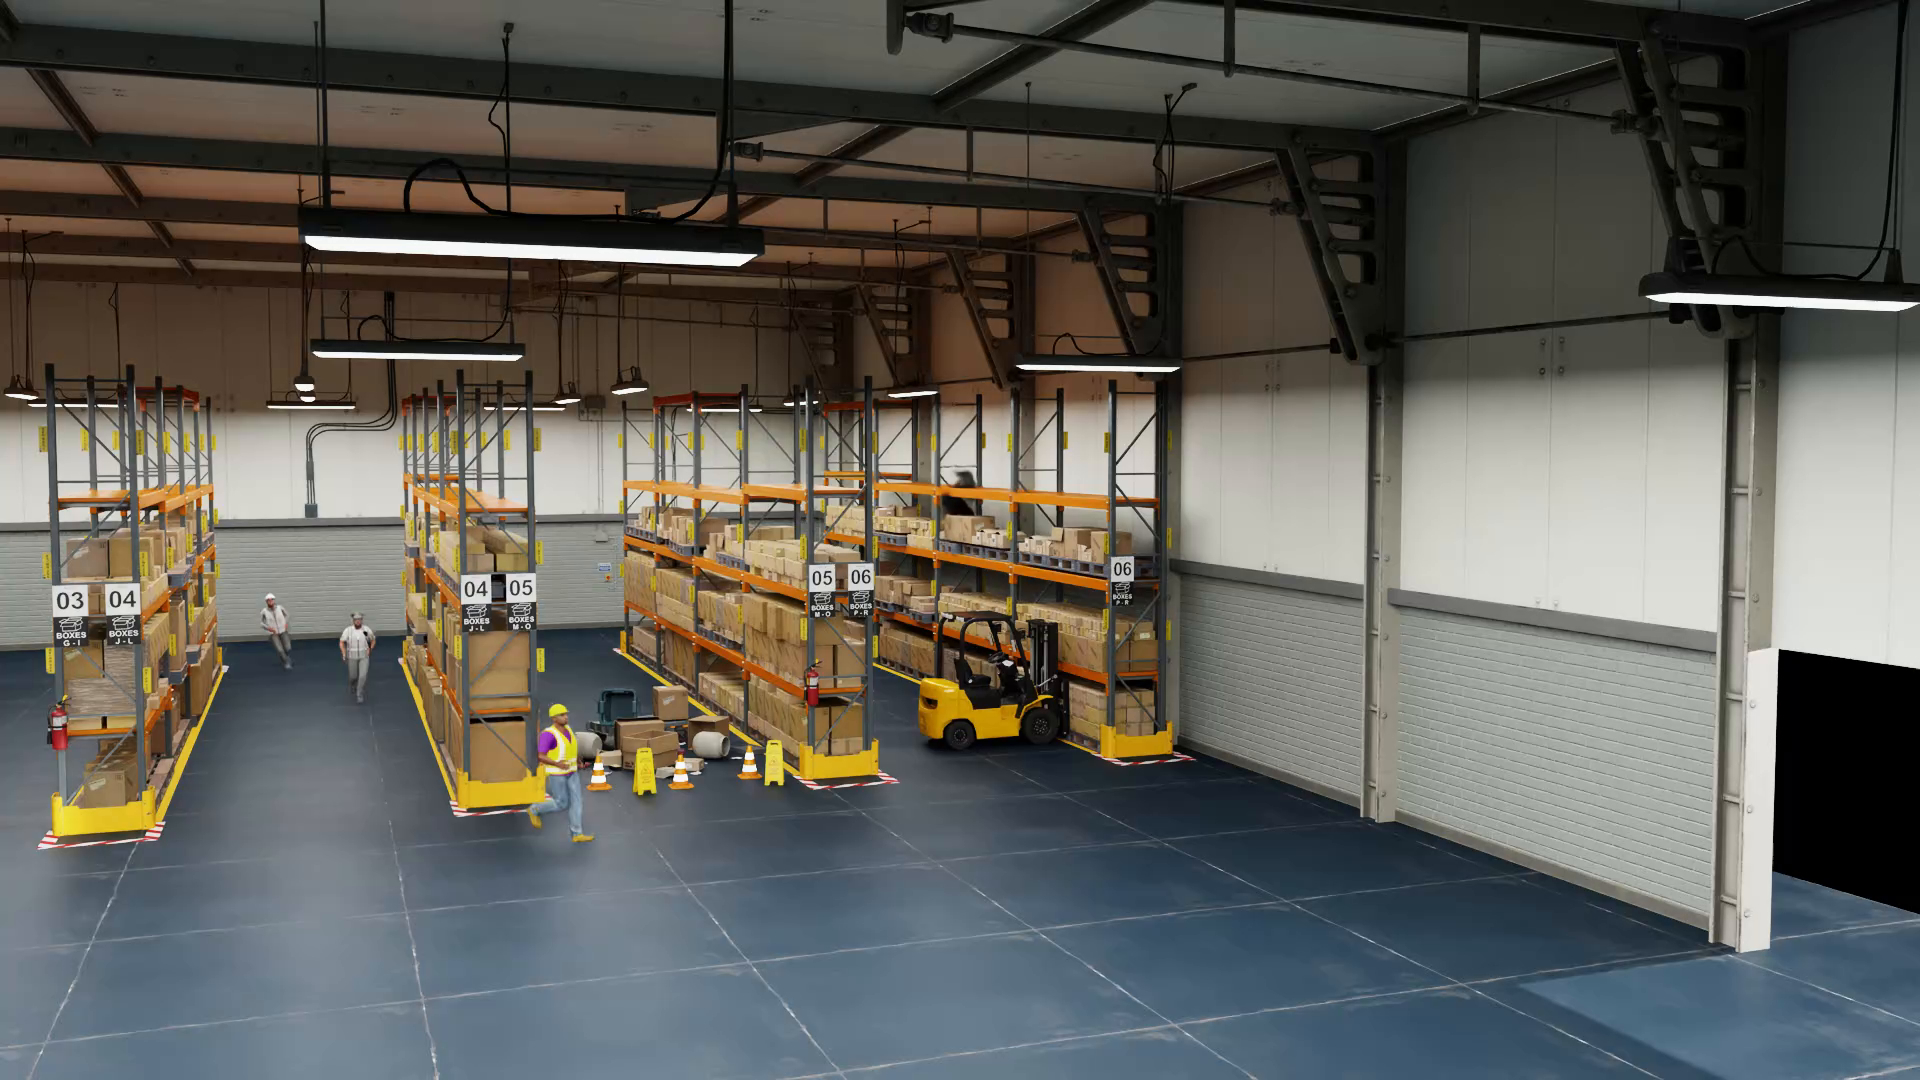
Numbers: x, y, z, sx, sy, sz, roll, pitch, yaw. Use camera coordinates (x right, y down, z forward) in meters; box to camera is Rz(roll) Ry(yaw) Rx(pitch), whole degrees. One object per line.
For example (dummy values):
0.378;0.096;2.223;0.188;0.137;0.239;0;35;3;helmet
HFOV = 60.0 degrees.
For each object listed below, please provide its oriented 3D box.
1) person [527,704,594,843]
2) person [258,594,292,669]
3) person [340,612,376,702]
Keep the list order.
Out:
-4.986;2.925;20.874;0.928;1.743;0.713;2;4;24;person
-15.093;2.019;36.680;0.715;1.685;0.590;-2;4;-33;person
-11.683;2.258;32.296;0.672;1.745;0.598;-1;4;-23;person
